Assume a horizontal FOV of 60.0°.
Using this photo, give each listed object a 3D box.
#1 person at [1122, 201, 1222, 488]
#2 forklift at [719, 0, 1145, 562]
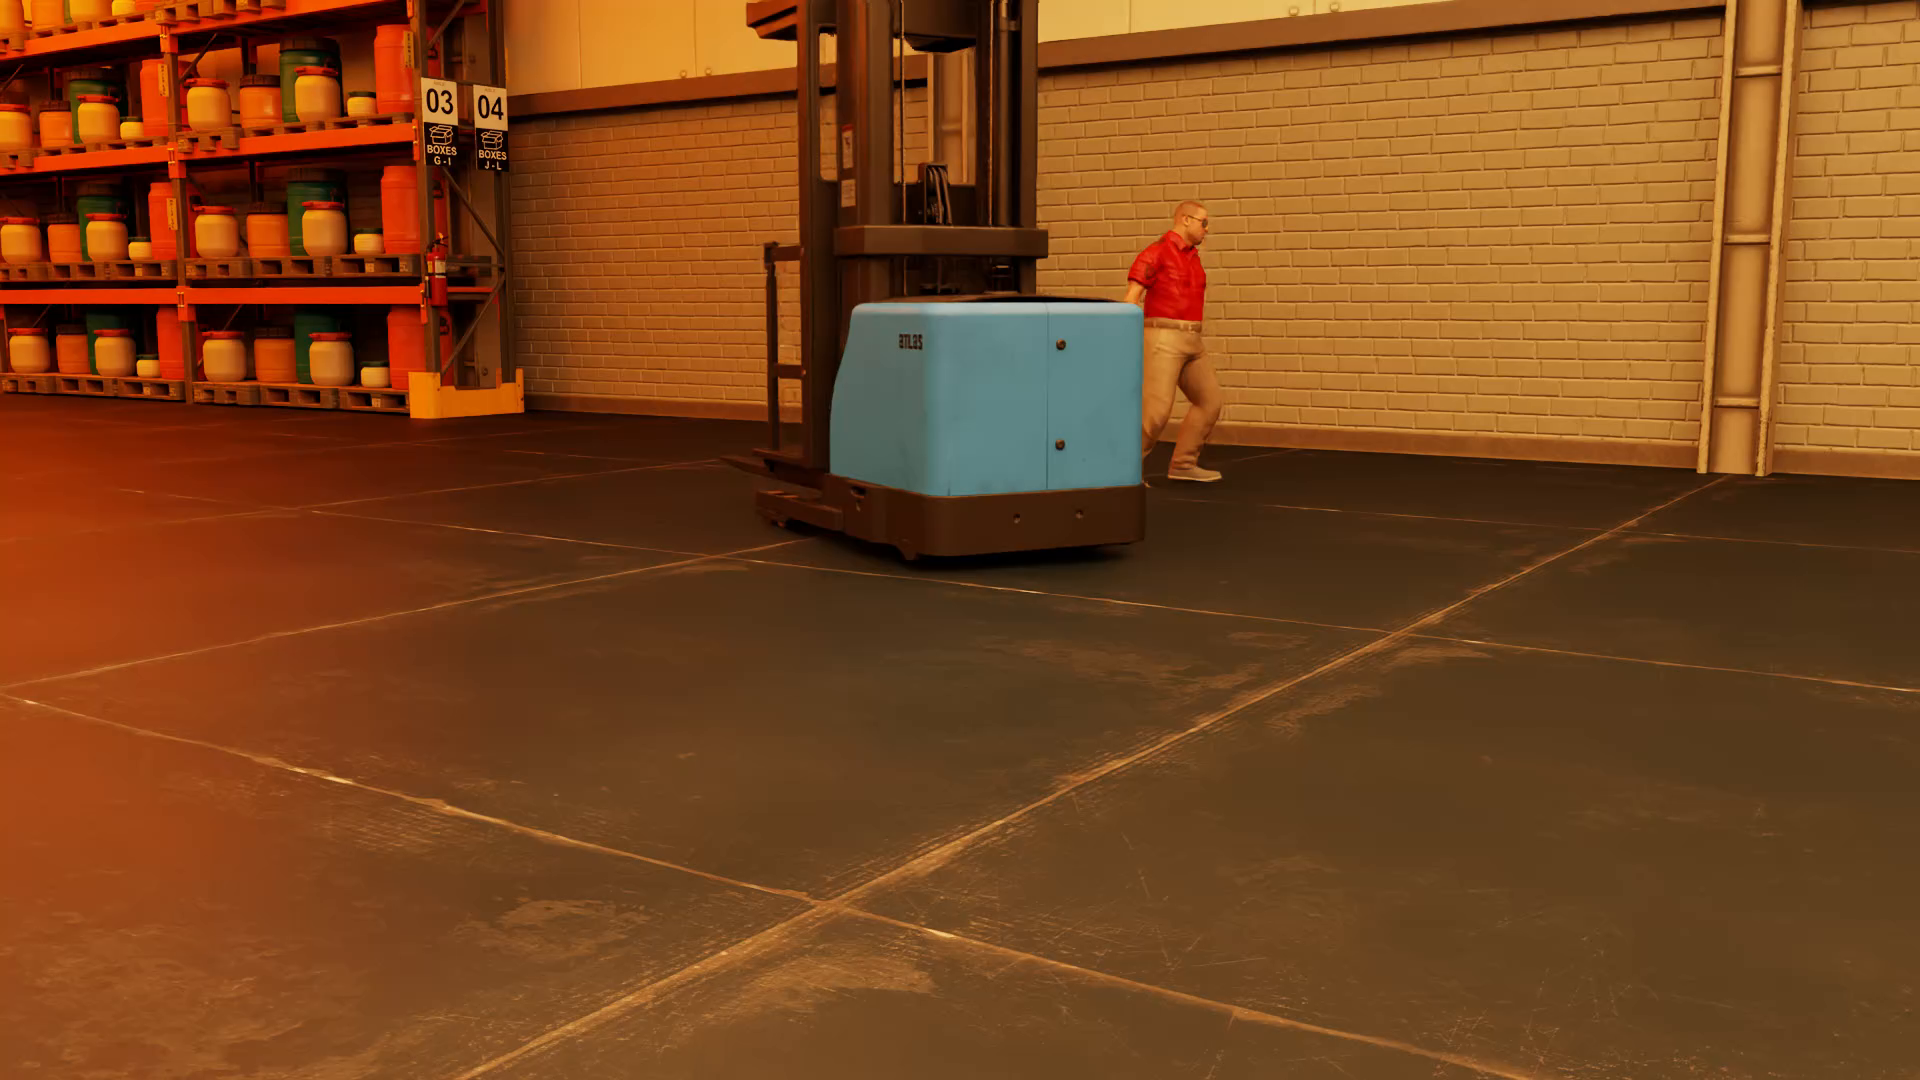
[{"bbox_3d":[1.190,-1.127,9.812,0.476,1.716,0.874,8,11,44],"label":"person"},{"bbox_3d":[-0.347,-1.531,7.960,1.130,2.935,3.031,-4,9,-28],"label":"forklift"}]
